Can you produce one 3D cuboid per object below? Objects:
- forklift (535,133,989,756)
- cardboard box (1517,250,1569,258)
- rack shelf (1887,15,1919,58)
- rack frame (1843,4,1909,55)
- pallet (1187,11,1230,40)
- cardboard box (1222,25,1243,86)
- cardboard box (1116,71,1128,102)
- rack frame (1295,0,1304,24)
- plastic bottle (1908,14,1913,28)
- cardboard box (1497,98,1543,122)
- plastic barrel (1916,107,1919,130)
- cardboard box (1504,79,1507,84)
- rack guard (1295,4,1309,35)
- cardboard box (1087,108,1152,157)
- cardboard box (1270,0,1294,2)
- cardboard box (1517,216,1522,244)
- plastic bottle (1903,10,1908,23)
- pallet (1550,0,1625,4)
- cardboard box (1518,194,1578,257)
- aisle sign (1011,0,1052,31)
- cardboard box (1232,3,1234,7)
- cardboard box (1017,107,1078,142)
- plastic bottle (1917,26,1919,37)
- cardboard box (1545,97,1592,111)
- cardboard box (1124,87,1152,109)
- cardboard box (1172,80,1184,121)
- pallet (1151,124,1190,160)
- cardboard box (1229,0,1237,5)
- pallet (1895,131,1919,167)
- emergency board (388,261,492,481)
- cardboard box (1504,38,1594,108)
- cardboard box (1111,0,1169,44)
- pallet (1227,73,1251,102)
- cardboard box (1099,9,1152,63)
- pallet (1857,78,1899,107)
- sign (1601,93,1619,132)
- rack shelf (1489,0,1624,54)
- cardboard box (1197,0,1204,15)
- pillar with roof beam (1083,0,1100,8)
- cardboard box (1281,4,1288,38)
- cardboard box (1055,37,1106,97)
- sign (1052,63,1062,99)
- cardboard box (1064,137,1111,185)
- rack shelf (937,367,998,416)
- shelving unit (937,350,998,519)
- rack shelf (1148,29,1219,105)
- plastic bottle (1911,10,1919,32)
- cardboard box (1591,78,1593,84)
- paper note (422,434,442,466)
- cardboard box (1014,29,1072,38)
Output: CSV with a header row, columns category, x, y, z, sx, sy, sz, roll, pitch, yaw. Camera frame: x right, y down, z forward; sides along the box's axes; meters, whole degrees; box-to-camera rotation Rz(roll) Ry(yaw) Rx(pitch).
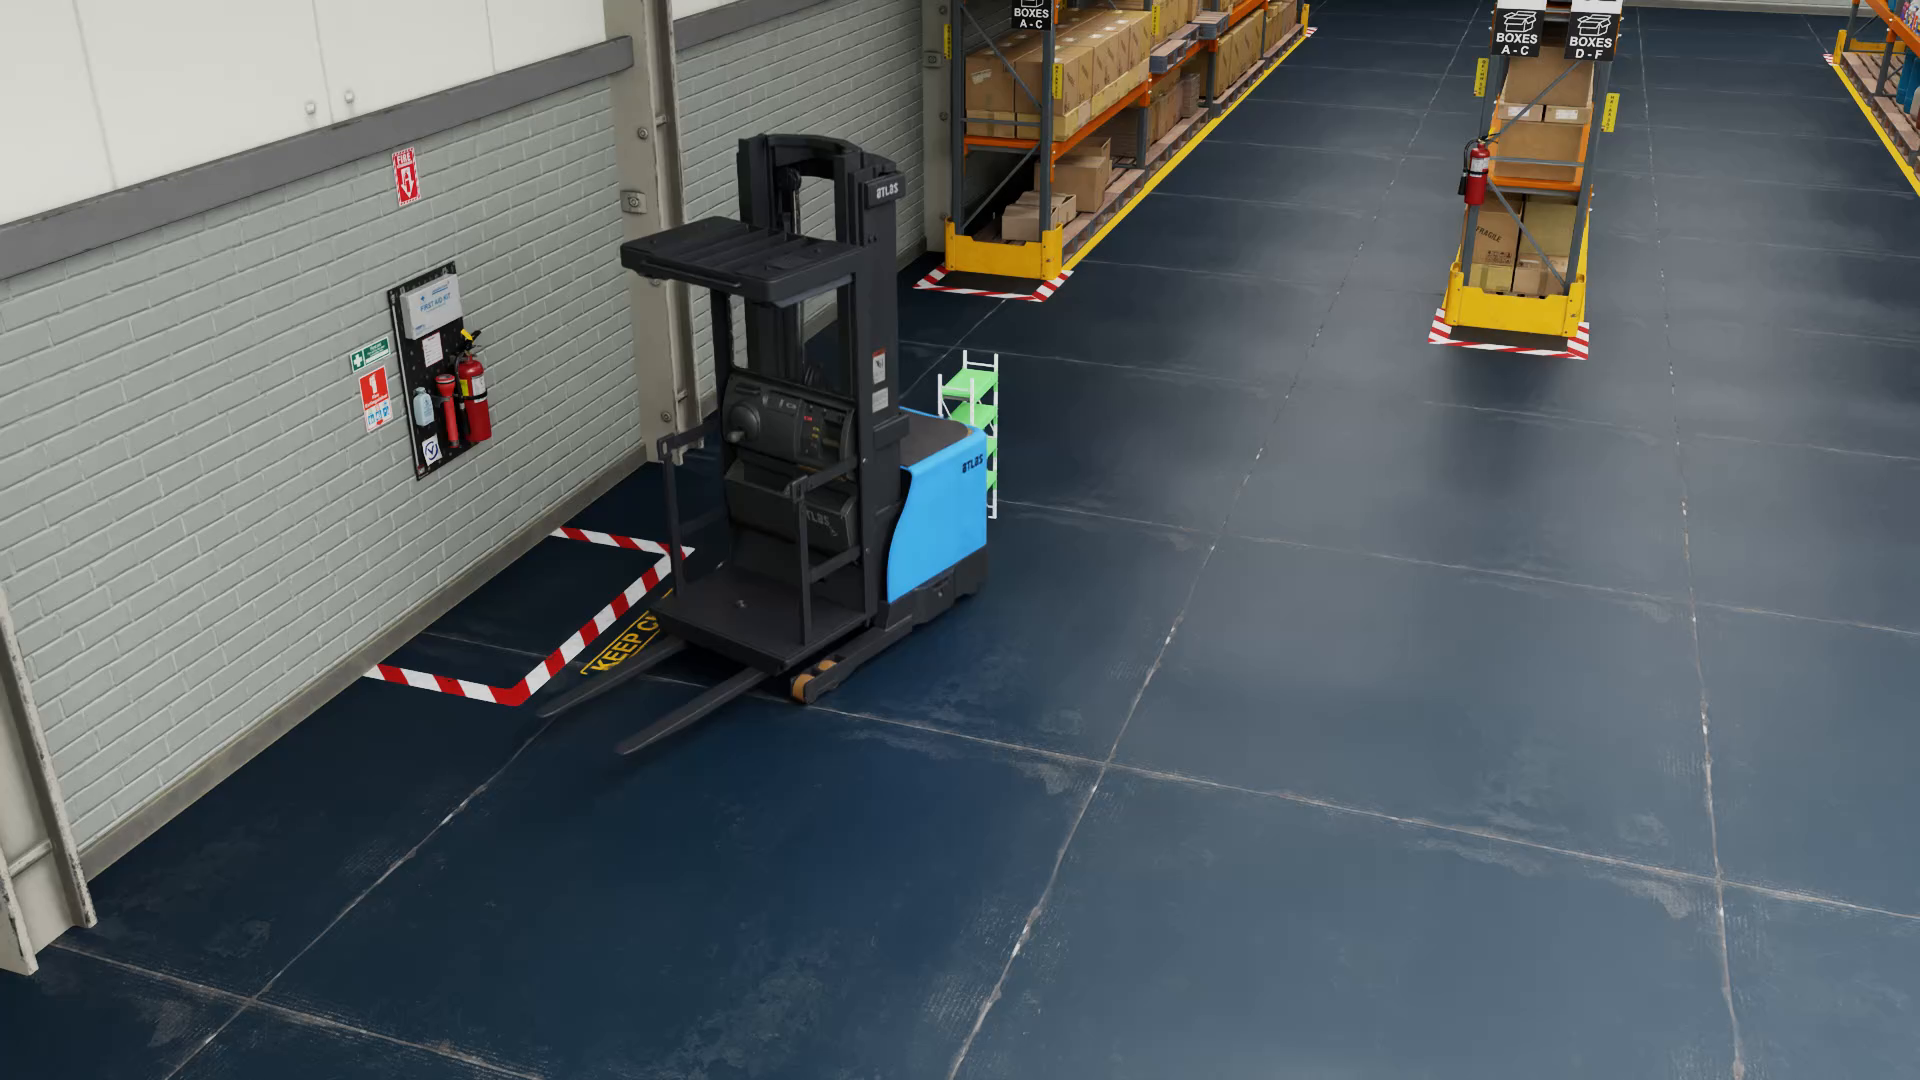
category,x,y,z,sx,sy,sz,roll,pitch,yaw
forklift,-1.095,-0.640,9.208,1.130,2.935,3.031,18,31,32
cardboard box,5.634,-2.688,16.033,0.500,0.250,0.500,9,27,17
rack shelf,13.081,-6.408,21.869,1.077,0.370,4.000,9,27,17
rack frame,15.077,-9.198,26.804,1.000,3.000,0.127,9,27,17
pallet,2.936,-6.952,22.387,1.213,0.211,1.003,9,27,17
cardboard box,3.739,-7.210,24.685,0.750,0.750,0.750,9,27,17
cardboard box,1.543,-4.993,18.270,0.500,0.250,0.500,9,27,17
rack frame,5.735,-10.634,29.772,1.000,3.000,0.127,9,27,17
plastic bottle,13.014,-7.095,22.691,0.097,0.201,0.097,0,26,0
cardboard box,5.031,-3.864,14.929,0.380,0.149,0.250,8,27,17
plastic barrel,12.938,-5.681,21.827,0.600,0.588,0.708,9,27,17
cardboard box,5.374,-4.288,15.805,0.380,0.149,0.250,10,27,19
rack guard,5.743,-9.519,30.337,1.175,0.500,0.348,9,27,17
cardboard box,1.971,-5.081,20.665,0.700,0.500,0.500,10,27,19
cardboard box,5.641,-9.504,29.079,0.380,0.149,0.250,9,27,19
cardboard box,5.471,-3.175,17.039,0.500,0.250,0.500,9,27,17
plastic bottle,13.156,-7.271,23.053,0.097,0.201,0.097,0,26,0
pallet,5.343,-4.939,14.669,1.003,0.211,1.213,9,27,17
cardboard box,5.636,-3.025,15.869,0.500,0.500,0.500,9,27,17
aisle sign,0.669,-5.156,15.474,0.394,0.787,0.004,9,27,17
cardboard box,3.803,-7.877,24.343,0.380,0.149,0.250,9,27,18
cardboard box,0.872,-4.155,16.539,0.500,0.250,0.500,8,27,16
plastic bottle,12.751,-6.801,22.003,0.097,0.271,0.097,0,26,0
cardboard box,5.502,-3.918,15.041,0.380,0.149,0.250,8,27,16
cardboard box,2.114,-5.600,20.877,0.500,0.250,0.500,8,27,16
cardboard box,2.601,-5.921,22.401,0.700,0.500,0.500,9,27,17
pallet,2.404,-5.271,21.895,1.003,0.211,1.213,9,27,17
cardboard box,3.659,-7.911,23.668,0.500,0.500,0.500,10,27,19
pallet,12.638,-4.985,21.304,1.003,0.211,1.213,9,27,17
emergency board,-3.027,-0.997,9.866,0.194,1.169,0.643,9,27,17
cardboard box,5.268,-4.183,14.844,0.700,0.500,0.500,9,27,18
cardboard box,2.136,-6.379,20.363,0.700,0.500,0.500,12,28,23
pallet,3.814,-6.904,25.268,1.003,0.211,1.213,9,27,17
cardboard box,1.876,-5.743,18.958,0.500,0.500,0.500,9,27,17
pallet,13.954,-6.607,24.653,1.003,0.211,1.213,9,27,17
sign,5.605,-3.685,14.334,0.100,0.325,0.005,9,27,17
rack shelf,5.749,-5.191,15.912,1.077,0.370,4.000,9,27,17
cardboard box,2.926,-7.395,22.462,0.700,0.500,0.500,6,26,11
pillar with roof beam,5.884,-9.014,19.541,9.100,9.000,0.400,9,27,17
cardboard box,5.263,-8.984,28.749,0.700,0.500,0.500,8,27,16
cardboard box,1.205,-4.904,17.225,0.500,0.500,0.500,8,27,16
sign,0.922,-4.370,15.841,0.100,0.325,0.005,9,27,17
cardboard box,1.434,-4.344,19.143,0.500,0.500,0.500,7,27,14
rack shelf,0.055,-0.983,10.948,0.258,0.148,0.480,9,27,17
shelving unit,0.055,-0.608,11.129,0.258,1.200,0.503,9,27,17
rack shelf,2.407,-6.201,21.441,1.077,0.370,4.000,9,27,17
plastic bottle,12.925,-6.983,22.372,0.152,0.276,0.135,9,27,17
cardboard box,5.843,-4.339,15.910,0.380,0.149,0.250,8,27,17
paper note,-3.151,-0.537,9.929,0.016,0.148,0.142,9,27,17
cardboard box,0.879,-5.188,17.812,0.500,0.500,0.500,9,27,18
